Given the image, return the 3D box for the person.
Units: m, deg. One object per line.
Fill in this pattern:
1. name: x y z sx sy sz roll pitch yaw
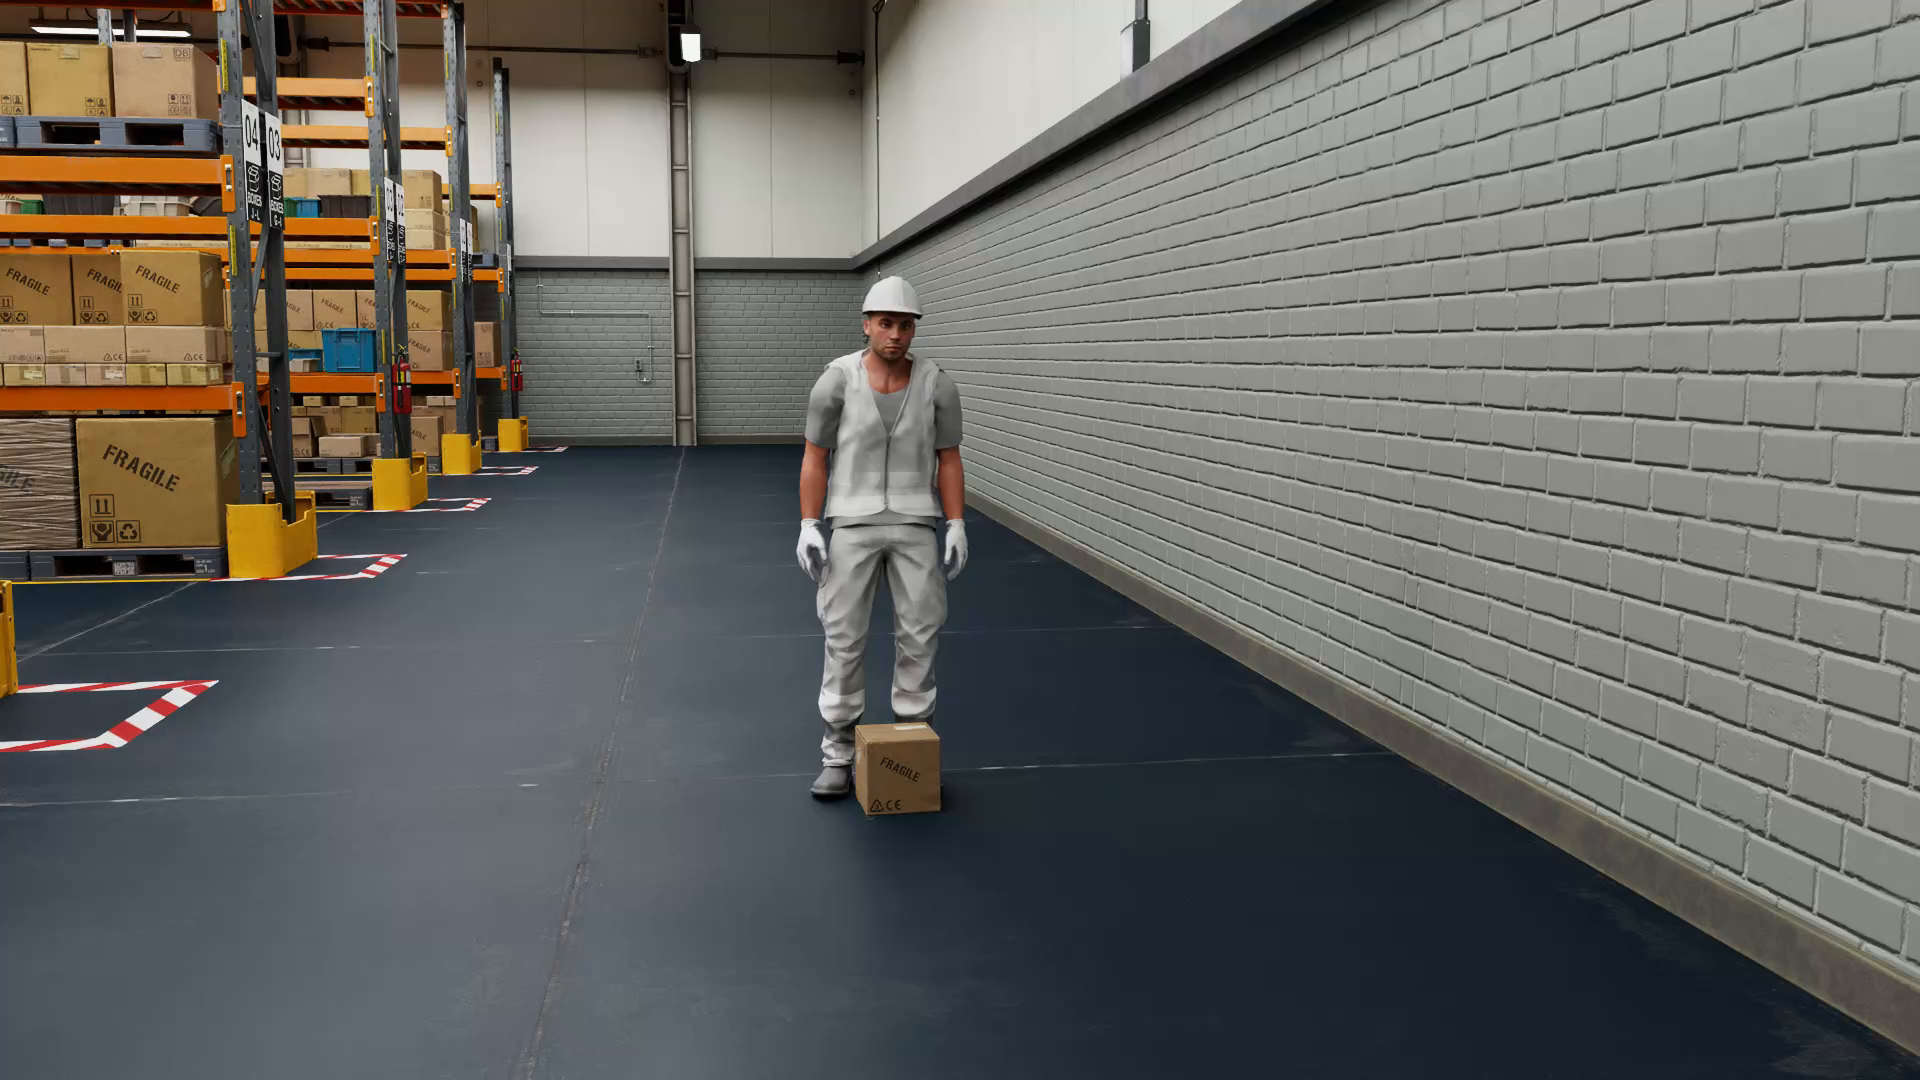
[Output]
1. person: -0.265 -0.013 5.761 0.603 1.778 0.451 -1 6 -10
